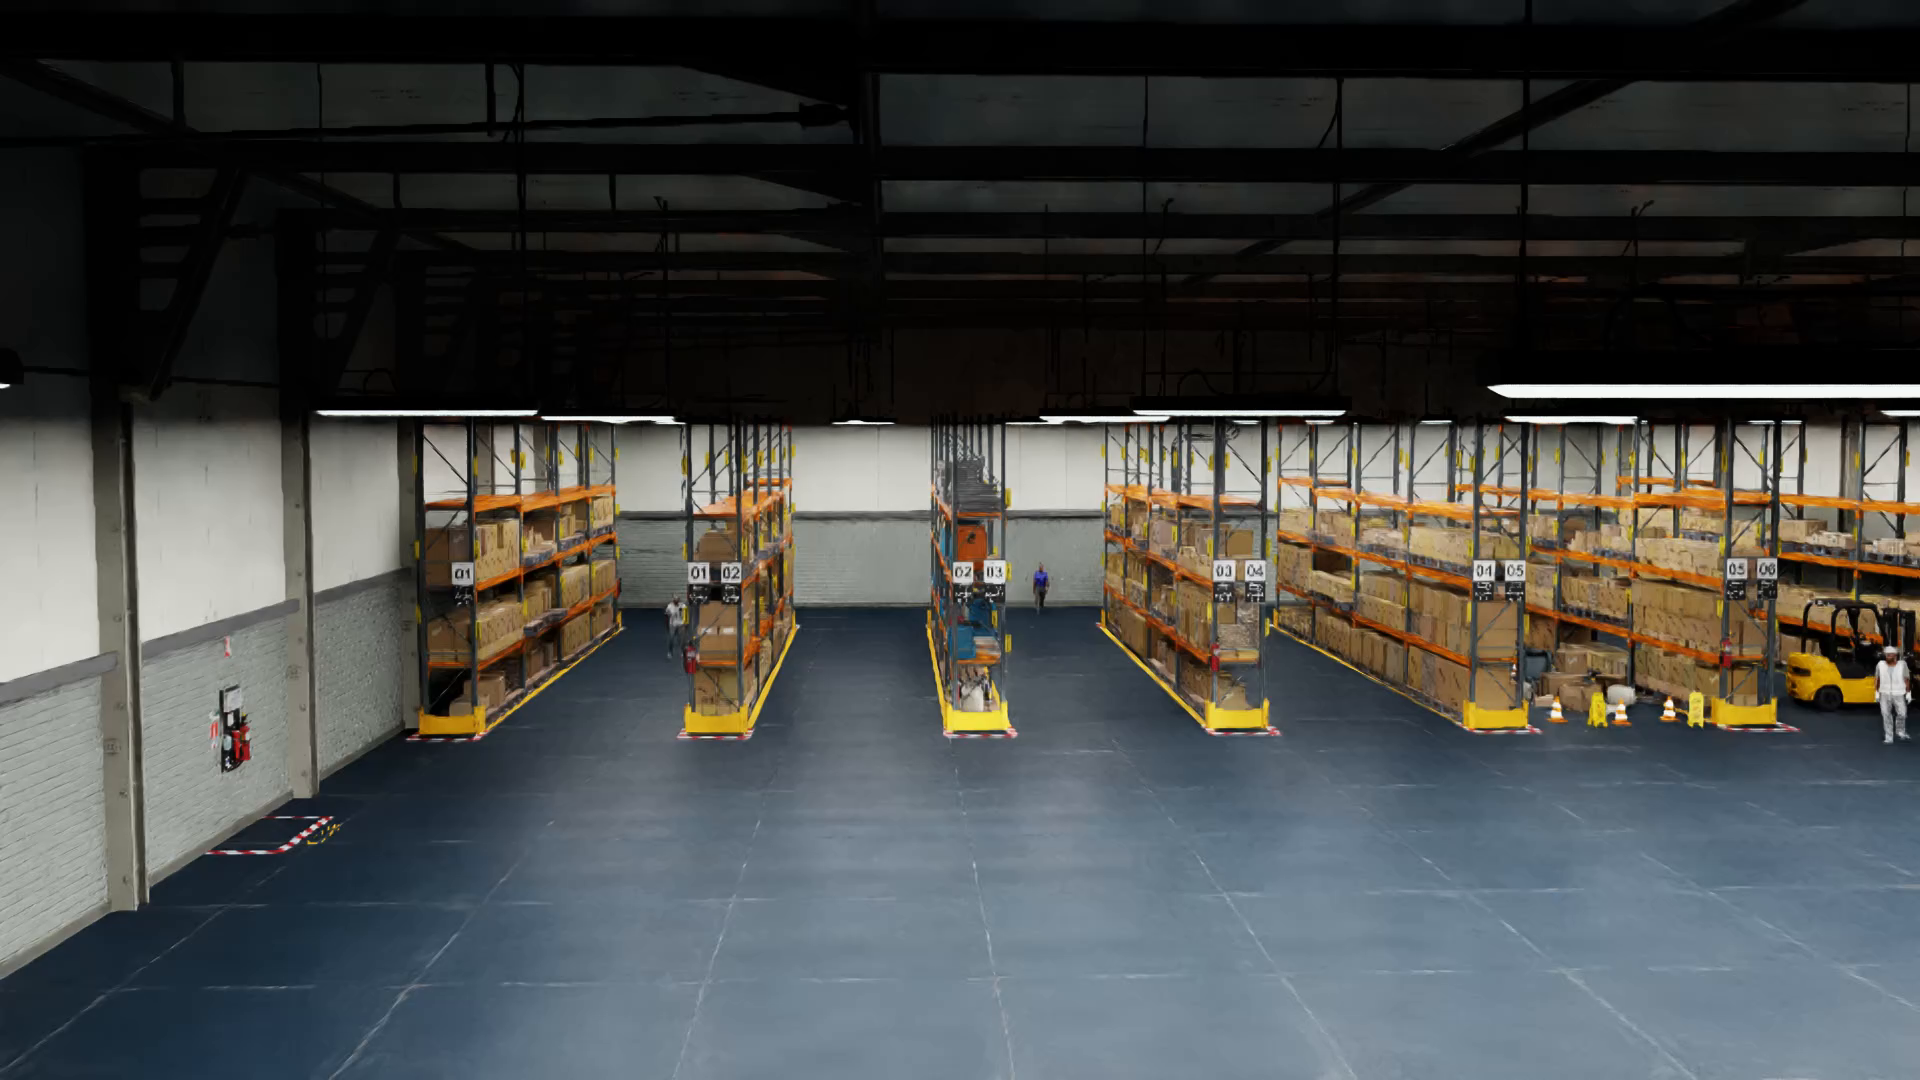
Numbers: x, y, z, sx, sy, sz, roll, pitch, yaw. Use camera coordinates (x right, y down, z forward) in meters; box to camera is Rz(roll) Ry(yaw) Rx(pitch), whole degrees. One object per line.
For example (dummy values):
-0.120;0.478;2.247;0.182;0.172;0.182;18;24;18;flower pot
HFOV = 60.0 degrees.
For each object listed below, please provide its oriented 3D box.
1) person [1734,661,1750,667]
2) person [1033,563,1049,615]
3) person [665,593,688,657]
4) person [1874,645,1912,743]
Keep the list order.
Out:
17.193;2.317;36.739;0.630;1.773;0.678;2;4;27;person
2.472;1.479;50.571;0.445;1.574;1.091;0;4;-5;person
-7.033;2.106;41.306;0.593;1.629;0.522;0;4;-4;person
16.945;2.785;30.200;0.601;1.774;0.579;3;5;34;person
